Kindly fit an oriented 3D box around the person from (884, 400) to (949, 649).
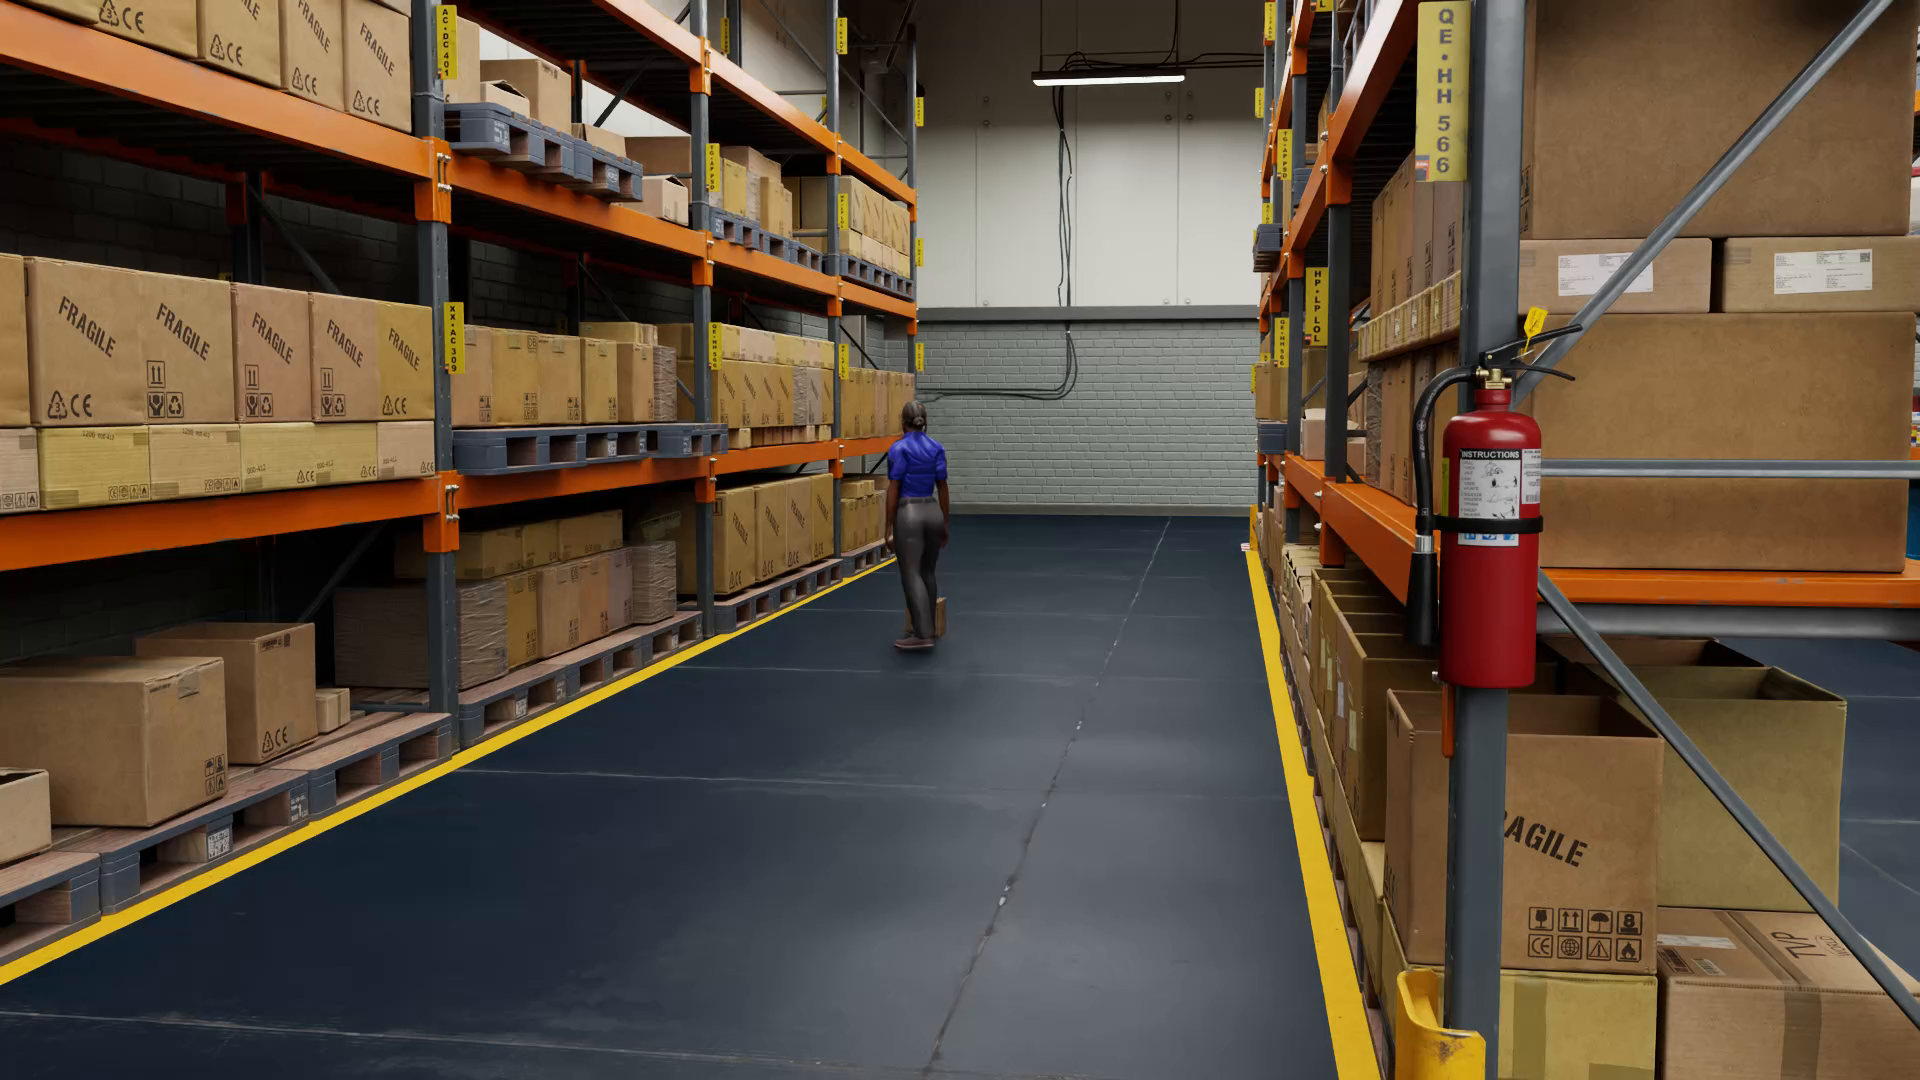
[{"bbox_3d":[-0.314,-0.113,11.177,0.529,1.645,0.647,-4,6,-39],"label":"person"}]
